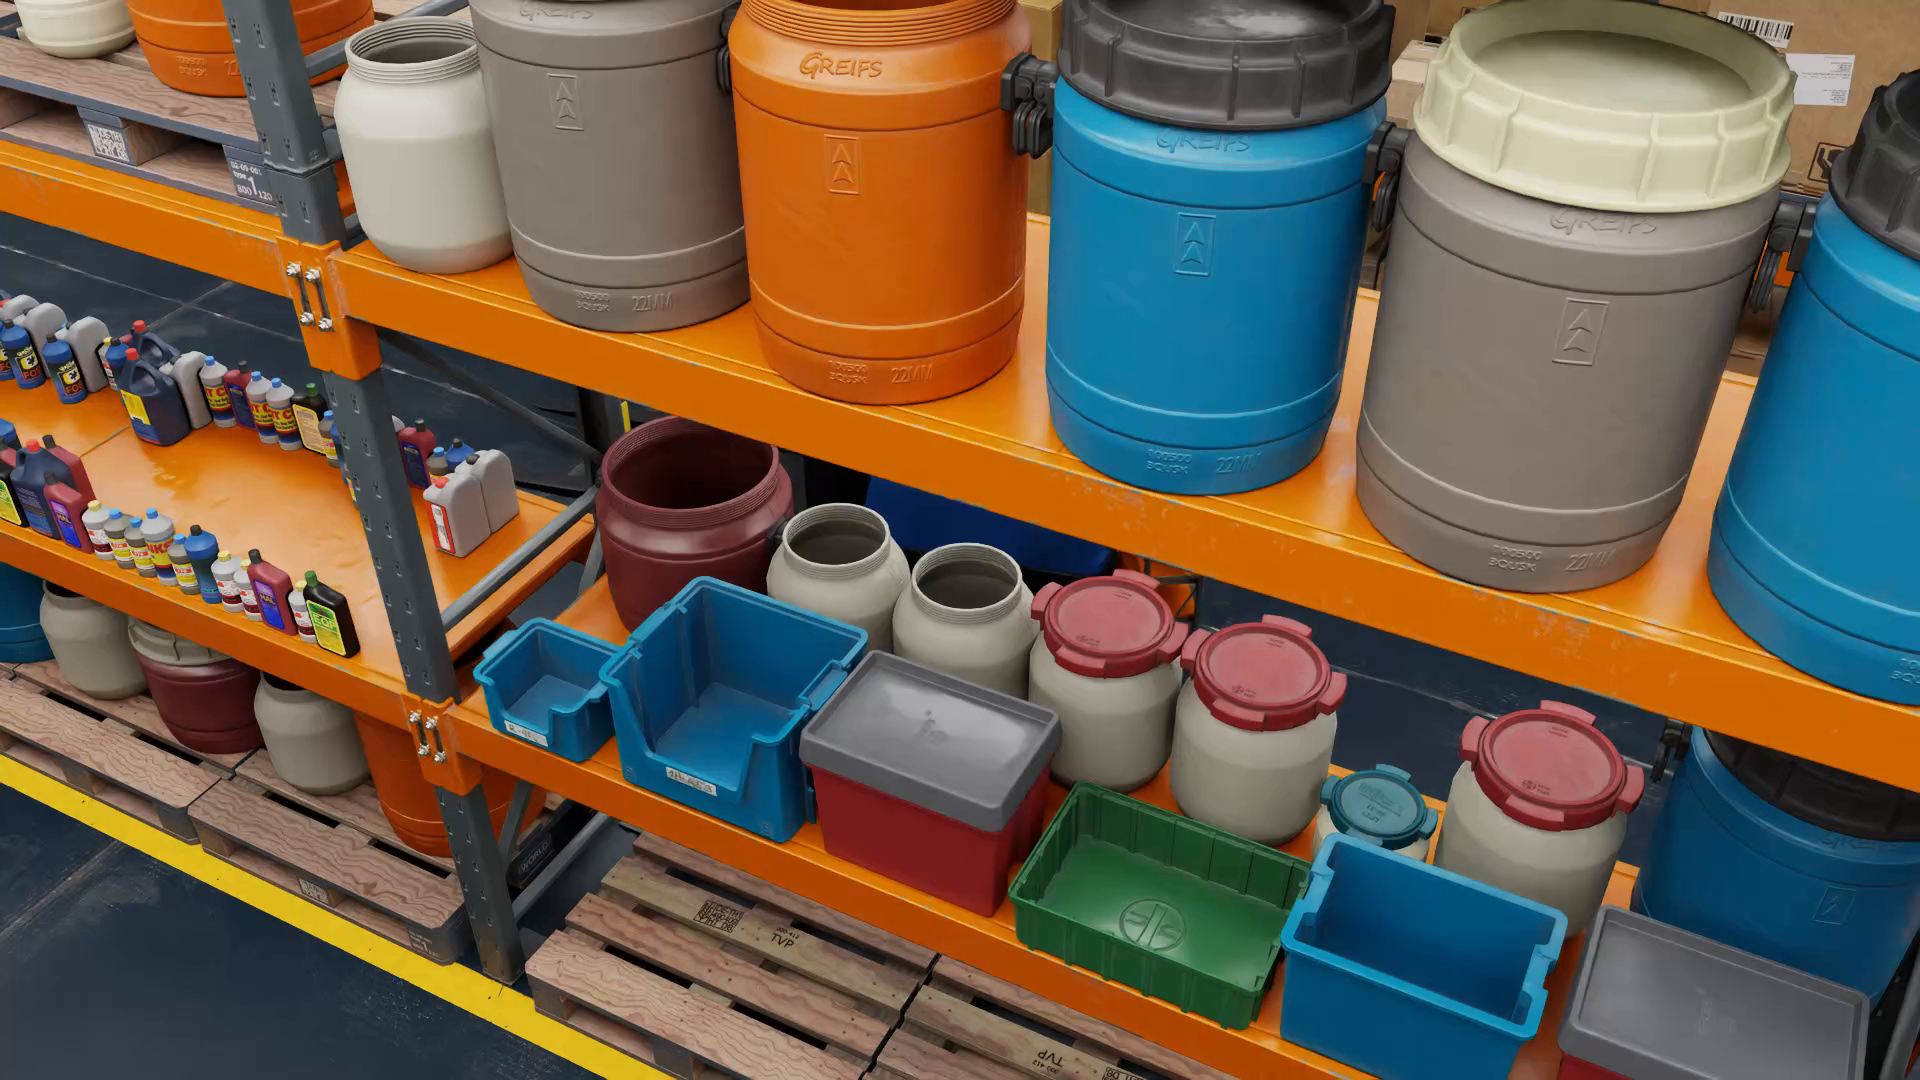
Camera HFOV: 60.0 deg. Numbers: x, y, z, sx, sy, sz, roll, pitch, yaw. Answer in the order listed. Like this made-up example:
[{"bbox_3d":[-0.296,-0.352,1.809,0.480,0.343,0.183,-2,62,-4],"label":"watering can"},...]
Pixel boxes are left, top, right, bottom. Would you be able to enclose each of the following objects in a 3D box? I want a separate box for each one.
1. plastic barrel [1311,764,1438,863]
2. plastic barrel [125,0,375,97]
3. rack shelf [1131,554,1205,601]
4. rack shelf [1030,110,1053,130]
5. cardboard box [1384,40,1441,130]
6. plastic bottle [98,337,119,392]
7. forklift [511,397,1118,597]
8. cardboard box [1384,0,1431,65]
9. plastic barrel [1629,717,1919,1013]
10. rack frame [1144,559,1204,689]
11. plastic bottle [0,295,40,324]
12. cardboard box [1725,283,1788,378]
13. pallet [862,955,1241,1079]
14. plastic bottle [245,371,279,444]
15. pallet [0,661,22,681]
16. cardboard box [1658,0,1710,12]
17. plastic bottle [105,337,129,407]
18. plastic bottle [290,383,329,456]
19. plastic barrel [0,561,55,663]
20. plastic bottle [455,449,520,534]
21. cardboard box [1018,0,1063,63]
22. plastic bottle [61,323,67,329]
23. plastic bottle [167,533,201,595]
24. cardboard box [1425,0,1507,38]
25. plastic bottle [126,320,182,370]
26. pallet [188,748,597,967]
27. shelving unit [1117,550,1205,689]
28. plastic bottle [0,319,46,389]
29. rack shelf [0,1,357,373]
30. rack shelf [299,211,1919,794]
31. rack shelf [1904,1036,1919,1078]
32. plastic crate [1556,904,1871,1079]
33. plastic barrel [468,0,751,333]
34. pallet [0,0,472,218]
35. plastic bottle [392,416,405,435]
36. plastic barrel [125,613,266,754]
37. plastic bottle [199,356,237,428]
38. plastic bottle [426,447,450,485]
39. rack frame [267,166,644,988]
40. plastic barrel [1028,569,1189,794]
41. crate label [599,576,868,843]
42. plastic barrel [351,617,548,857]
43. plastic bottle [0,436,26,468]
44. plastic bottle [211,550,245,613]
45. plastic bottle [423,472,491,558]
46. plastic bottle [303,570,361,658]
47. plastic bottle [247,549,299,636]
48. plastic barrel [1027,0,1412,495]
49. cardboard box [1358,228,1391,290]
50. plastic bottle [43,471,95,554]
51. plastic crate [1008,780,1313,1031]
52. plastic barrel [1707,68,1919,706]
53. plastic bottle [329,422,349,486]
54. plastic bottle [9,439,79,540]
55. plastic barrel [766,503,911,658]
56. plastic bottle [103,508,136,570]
[{"bbox_3d":[1.080,0.778,4.359,0.301,0.262,0.301,0,37,0],"label":"plastic barrel"},{"bbox_3d":[-1.870,-1.632,4.236,0.708,0.830,0.600,17,41,21],"label":"plastic barrel"},{"bbox_3d":[0.820,0.058,6.792,0.258,0.148,0.480,-3,37,-4],"label":"rack shelf"},{"bbox_3d":[-0.865,-2.868,9.643,4.000,0.370,1.077,17,41,21],"label":"rack shelf"},{"bbox_3d":[2.293,-2.117,7.834,0.500,0.250,0.500,16,40,20],"label":"cardboard box"},{"bbox_3d":[-3.207,-0.675,6.323,0.097,0.201,0.097,0,37,0],"label":"plastic bottle"},{"bbox_3d":[-0.724,-1.277,7.008,3.031,2.935,1.130,9,38,11],"label":"forklift"},{"bbox_3d":[1.950,-2.575,8.232,0.500,0.500,0.700,24,43,28],"label":"cardboard box"},{"bbox_3d":[1.981,0.703,3.928,0.708,0.901,0.600,17,41,21],"label":"plastic barrel"},{"bbox_3d":[0.843,0.150,6.558,0.240,1.200,0.015,-3,37,-4],"label":"rack frame"},{"bbox_3d":[-3.648,-0.824,6.458,0.135,0.276,0.152,17,41,21],"label":"plastic bottle"},{"bbox_3d":[3.927,-0.848,8.090,0.500,0.500,0.700,14,39,18],"label":"cardboard box"},{"bbox_3d":[0.382,1.747,5.273,1.213,0.211,1.003,17,41,21],"label":"pallet"},{"bbox_3d":[-2.514,-0.486,6.016,0.097,0.271,0.097,0,37,0],"label":"plastic bottle"},{"bbox_3d":[-4.253,0.296,7.185,1.213,0.211,1.003,17,41,21],"label":"pallet"},{"bbox_3d":[5.386,-3.787,11.771,0.750,0.750,1.050,17,41,21],"label":"cardboard box"},{"bbox_3d":[-3.117,-0.633,6.210,0.097,0.271,0.097,0,37,0],"label":"plastic bottle"},{"bbox_3d":[-2.317,-0.441,5.947,0.133,0.283,0.061,17,41,21],"label":"plastic bottle"},{"bbox_3d":[-3.815,-0.026,6.691,0.708,0.901,0.600,17,41,21],"label":"plastic barrel"},{"bbox_3d":[-1.603,-0.184,5.614,0.135,0.276,0.152,17,41,21],"label":"plastic bottle"},{"bbox_3d":[0.358,-2.643,8.668,0.500,0.500,0.500,19,41,23],"label":"cardboard box"},{"bbox_3d":[-3.413,-0.740,6.408,0.097,0.201,0.097,0,37,0],"label":"plastic bottle"},{"bbox_3d":[-2.481,0.069,5.342,0.097,0.201,0.097,0,37,0],"label":"plastic bottle"},{"bbox_3d":[3.781,-4.287,12.430,0.750,0.750,1.050,17,40,21],"label":"cardboard box"},{"bbox_3d":[-2.974,-0.646,6.161,0.185,0.351,0.144,17,41,21],"label":"plastic bottle"},{"bbox_3d":[-2.086,0.974,6.292,1.213,0.211,1.003,17,41,21],"label":"pallet"},{"bbox_3d":[0.820,0.004,6.751,0.258,1.200,0.503,-3,37,-4],"label":"shelving unit"},{"bbox_3d":[-3.570,-0.713,6.315,0.097,0.271,0.097,0,37,0],"label":"plastic bottle"},{"bbox_3d":[-3.143,-1.404,5.232,4.000,0.370,1.077,17,41,21],"label":"rack shelf"},{"bbox_3d":[0.409,-0.292,3.767,4.000,0.370,1.077,17,41,21],"label":"rack shelf"},{"bbox_3d":[3.961,2.015,3.209,4.000,0.370,1.077,17,41,21],"label":"rack shelf"},{"bbox_3d":[1.614,1.177,3.666,0.583,0.464,0.402,17,41,21],"label":"plastic crate"},{"bbox_3d":[-0.738,-0.989,3.676,0.600,0.901,0.600,0,37,0],"label":"plastic barrel"},{"bbox_3d":[-2.001,-1.324,4.689,1.213,0.211,1.003,17,41,21],"label":"pallet"},{"bbox_3d":[-2.014,-0.312,5.783,0.135,0.276,0.152,17,41,21],"label":"plastic bottle"},{"bbox_3d":[-2.812,0.413,6.372,0.708,0.588,0.600,17,41,21],"label":"plastic barrel"},{"bbox_3d":[-2.719,-0.550,6.100,0.097,0.271,0.097,0,37,0],"label":"plastic bottle"},{"bbox_3d":[-1.780,-0.228,5.734,0.097,0.201,0.097,0,37,0],"label":"plastic bottle"},{"bbox_3d":[-1.367,0.061,5.189,0.127,3.000,1.000,17,41,21],"label":"rack frame"},{"bbox_3d":[0.400,0.411,4.616,0.433,0.535,0.433,0,37,0],"label":"plastic barrel"},{"bbox_3d":[-0.609,0.468,4.623,0.616,0.435,0.502,17,41,21],"label":"crate label"},{"bbox_3d":[-1.809,0.631,5.886,0.708,0.830,0.600,17,41,21],"label":"plastic barrel"},{"bbox_3d":[-3.192,-0.215,5.649,0.133,0.283,0.061,17,41,21],"label":"plastic bottle"},{"bbox_3d":[-2.308,0.123,5.271,0.097,0.201,0.097,0,37,0],"label":"plastic bottle"},{"bbox_3d":[-1.673,-0.102,5.506,0.135,0.276,0.152,17,41,21],"label":"plastic bottle"},{"bbox_3d":[-1.923,0.224,5.071,0.133,0.283,0.061,17,41,21],"label":"plastic bottle"},{"bbox_3d":[-2.128,0.159,5.155,0.133,0.283,0.061,17,41,21],"label":"plastic bottle"},{"bbox_3d":[0.472,-0.610,3.177,0.708,0.901,0.600,17,41,21],"label":"plastic barrel"},{"bbox_3d":[2.013,-1.455,8.890,0.500,0.500,0.700,14,39,18],"label":"cardboard box"},{"bbox_3d":[-2.938,-0.094,5.490,0.133,0.283,0.061,17,41,21],"label":"plastic bottle"},{"bbox_3d":[0.508,0.925,4.226,0.662,0.188,0.450,17,41,21],"label":"plastic crate"},{"bbox_3d":[1.633,-0.247,2.698,0.708,0.901,0.600,17,41,21],"label":"plastic barrel"},{"bbox_3d":[-2.132,-0.325,5.804,0.097,0.271,0.097,0,37,0],"label":"plastic bottle"},{"bbox_3d":[-3.060,-0.188,5.557,0.185,0.351,0.144,17,41,21],"label":"plastic bottle"},{"bbox_3d":[-0.356,0.187,4.930,0.421,0.512,0.421,0,37,0],"label":"plastic barrel"},{"bbox_3d":[-2.740,-0.012,5.449,0.097,0.201,0.097,0,37,0],"label":"plastic bottle"}]
